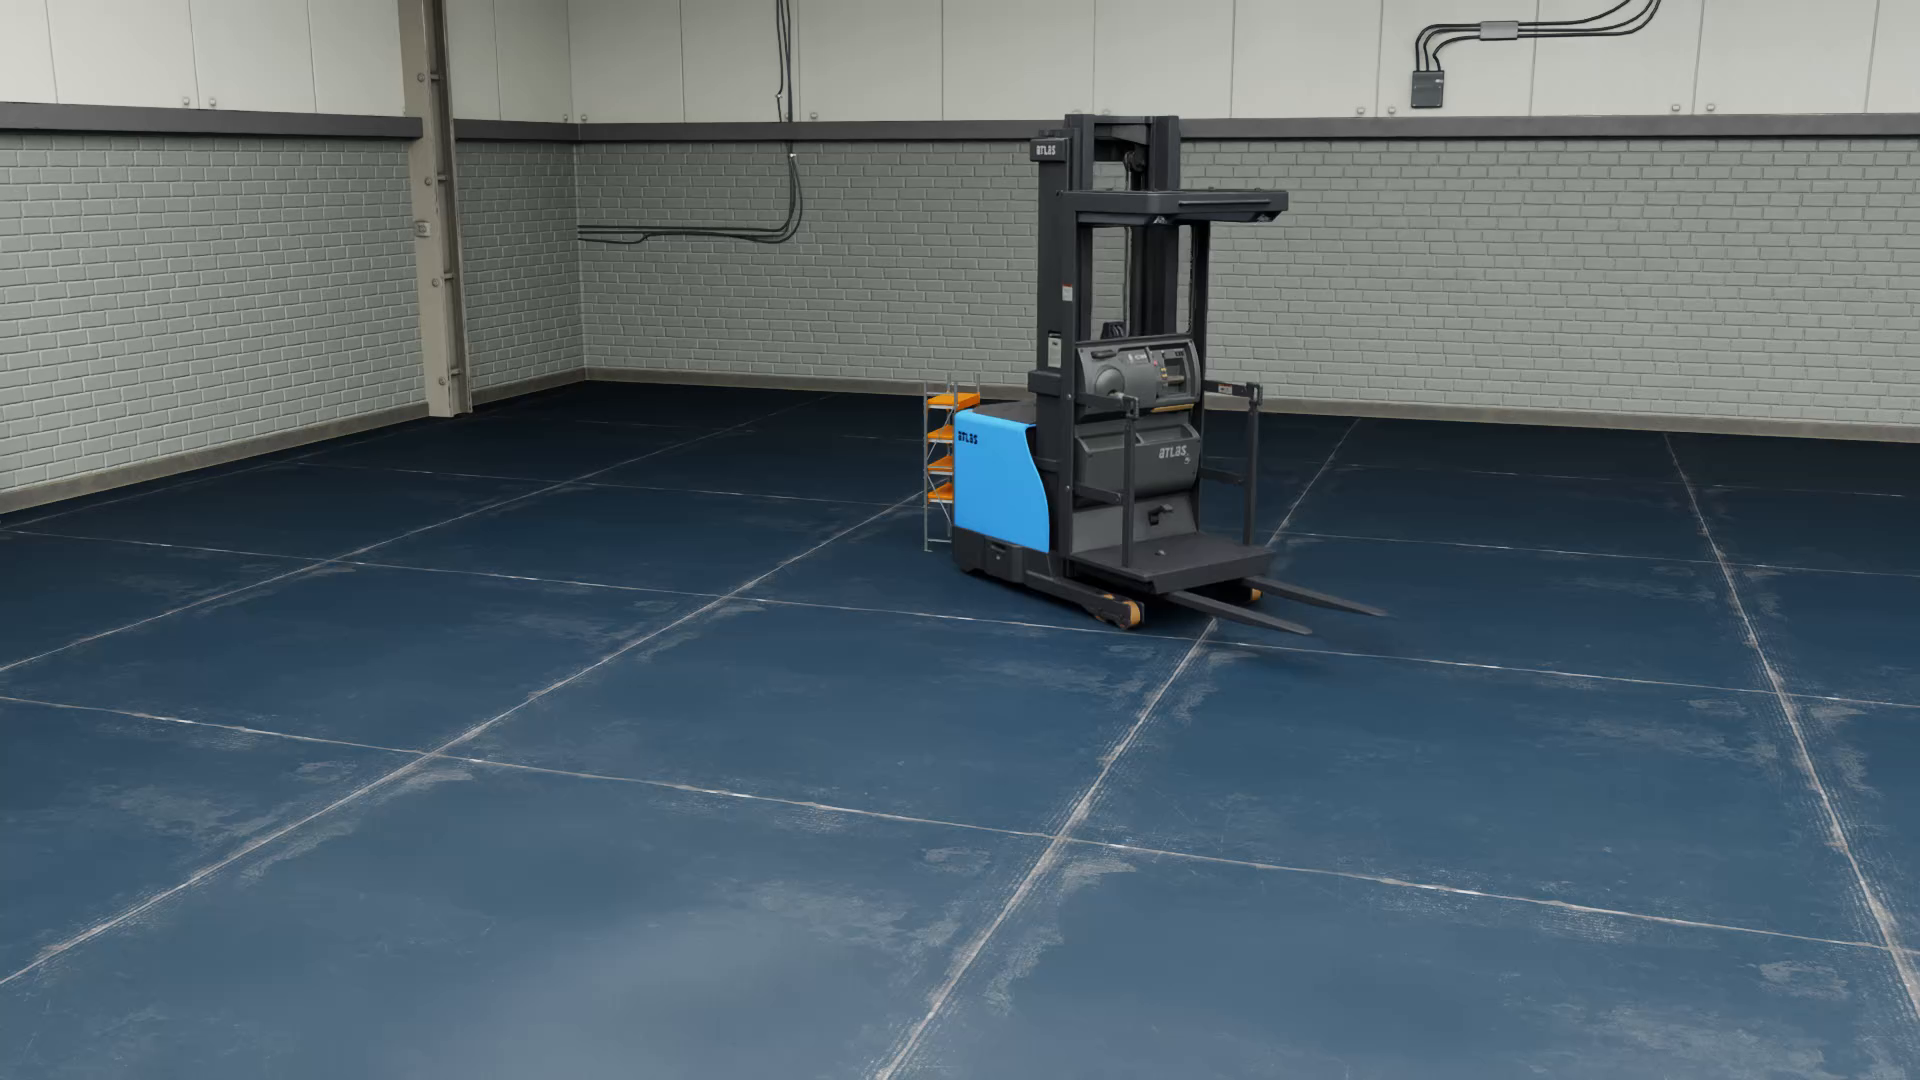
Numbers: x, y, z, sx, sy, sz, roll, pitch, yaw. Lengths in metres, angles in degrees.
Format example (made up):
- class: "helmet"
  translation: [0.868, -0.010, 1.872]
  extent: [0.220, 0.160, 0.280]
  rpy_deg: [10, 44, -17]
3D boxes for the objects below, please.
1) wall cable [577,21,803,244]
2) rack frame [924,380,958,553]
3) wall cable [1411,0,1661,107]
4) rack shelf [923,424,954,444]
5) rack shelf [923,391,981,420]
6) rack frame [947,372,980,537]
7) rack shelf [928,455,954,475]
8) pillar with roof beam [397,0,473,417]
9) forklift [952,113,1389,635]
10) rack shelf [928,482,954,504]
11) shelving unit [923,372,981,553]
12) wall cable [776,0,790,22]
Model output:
- class: "wall cable"
  translation: [-3.304, -4.761, 19.602]
  extent: [3.097, 2.526, 0.112]
  rpy_deg: [4, 14, 18]
- class: "rack frame"
  translation: [-0.133, -0.499, 11.477]
  extent: [0.240, 1.200, 0.015]
  rpy_deg: [4, 14, 18]
- class: "wall cable"
  translation: [5.674, -7.246, 15.868]
  extent: [2.305, 6.003, 0.169]
  rpy_deg: [4, 14, 18]
- class: "rack shelf"
  translation: [-0.054, -0.703, 11.667]
  extent: [0.258, 0.148, 0.480]
  rpy_deg: [4, 14, 18]
- class: "rack shelf"
  translation: [-0.054, -0.933, 11.614]
  extent: [0.258, 0.148, 0.480]
  rpy_deg: [4, 14, 18]
- class: "rack frame"
  translation: [0.025, -0.601, 11.927]
  extent: [0.240, 1.200, 0.015]
  rpy_deg: [4, 14, 18]
- class: "rack shelf"
  translation: [-0.054, -0.485, 11.717]
  extent: [0.258, 0.148, 0.480]
  rpy_deg: [4, 14, 18]
- class: "pillar with roof beam"
  translation: [-1.435, -5.440, 15.598]
  extent: [9.100, 9.000, 0.400]
  rpy_deg: [4, 14, 18]
- class: "forklift"
  translation: [1.217, -1.031, 9.917]
  extent: [1.130, 2.935, 3.031]
  rpy_deg: [-9, 16, -35]
- class: "rack shelf"
  translation: [-0.054, -0.291, 11.761]
  extent: [0.258, 0.148, 0.480]
  rpy_deg: [4, 14, 18]
- class: "shelving unit"
  translation: [-0.054, -0.550, 11.702]
  extent: [0.258, 1.200, 0.503]
  rpy_deg: [4, 14, 18]
- class: "wall cable"
  translation: [-0.744, -7.028, 18.186]
  extent: [3.097, 2.526, 0.112]
  rpy_deg: [4, 14, 18]
